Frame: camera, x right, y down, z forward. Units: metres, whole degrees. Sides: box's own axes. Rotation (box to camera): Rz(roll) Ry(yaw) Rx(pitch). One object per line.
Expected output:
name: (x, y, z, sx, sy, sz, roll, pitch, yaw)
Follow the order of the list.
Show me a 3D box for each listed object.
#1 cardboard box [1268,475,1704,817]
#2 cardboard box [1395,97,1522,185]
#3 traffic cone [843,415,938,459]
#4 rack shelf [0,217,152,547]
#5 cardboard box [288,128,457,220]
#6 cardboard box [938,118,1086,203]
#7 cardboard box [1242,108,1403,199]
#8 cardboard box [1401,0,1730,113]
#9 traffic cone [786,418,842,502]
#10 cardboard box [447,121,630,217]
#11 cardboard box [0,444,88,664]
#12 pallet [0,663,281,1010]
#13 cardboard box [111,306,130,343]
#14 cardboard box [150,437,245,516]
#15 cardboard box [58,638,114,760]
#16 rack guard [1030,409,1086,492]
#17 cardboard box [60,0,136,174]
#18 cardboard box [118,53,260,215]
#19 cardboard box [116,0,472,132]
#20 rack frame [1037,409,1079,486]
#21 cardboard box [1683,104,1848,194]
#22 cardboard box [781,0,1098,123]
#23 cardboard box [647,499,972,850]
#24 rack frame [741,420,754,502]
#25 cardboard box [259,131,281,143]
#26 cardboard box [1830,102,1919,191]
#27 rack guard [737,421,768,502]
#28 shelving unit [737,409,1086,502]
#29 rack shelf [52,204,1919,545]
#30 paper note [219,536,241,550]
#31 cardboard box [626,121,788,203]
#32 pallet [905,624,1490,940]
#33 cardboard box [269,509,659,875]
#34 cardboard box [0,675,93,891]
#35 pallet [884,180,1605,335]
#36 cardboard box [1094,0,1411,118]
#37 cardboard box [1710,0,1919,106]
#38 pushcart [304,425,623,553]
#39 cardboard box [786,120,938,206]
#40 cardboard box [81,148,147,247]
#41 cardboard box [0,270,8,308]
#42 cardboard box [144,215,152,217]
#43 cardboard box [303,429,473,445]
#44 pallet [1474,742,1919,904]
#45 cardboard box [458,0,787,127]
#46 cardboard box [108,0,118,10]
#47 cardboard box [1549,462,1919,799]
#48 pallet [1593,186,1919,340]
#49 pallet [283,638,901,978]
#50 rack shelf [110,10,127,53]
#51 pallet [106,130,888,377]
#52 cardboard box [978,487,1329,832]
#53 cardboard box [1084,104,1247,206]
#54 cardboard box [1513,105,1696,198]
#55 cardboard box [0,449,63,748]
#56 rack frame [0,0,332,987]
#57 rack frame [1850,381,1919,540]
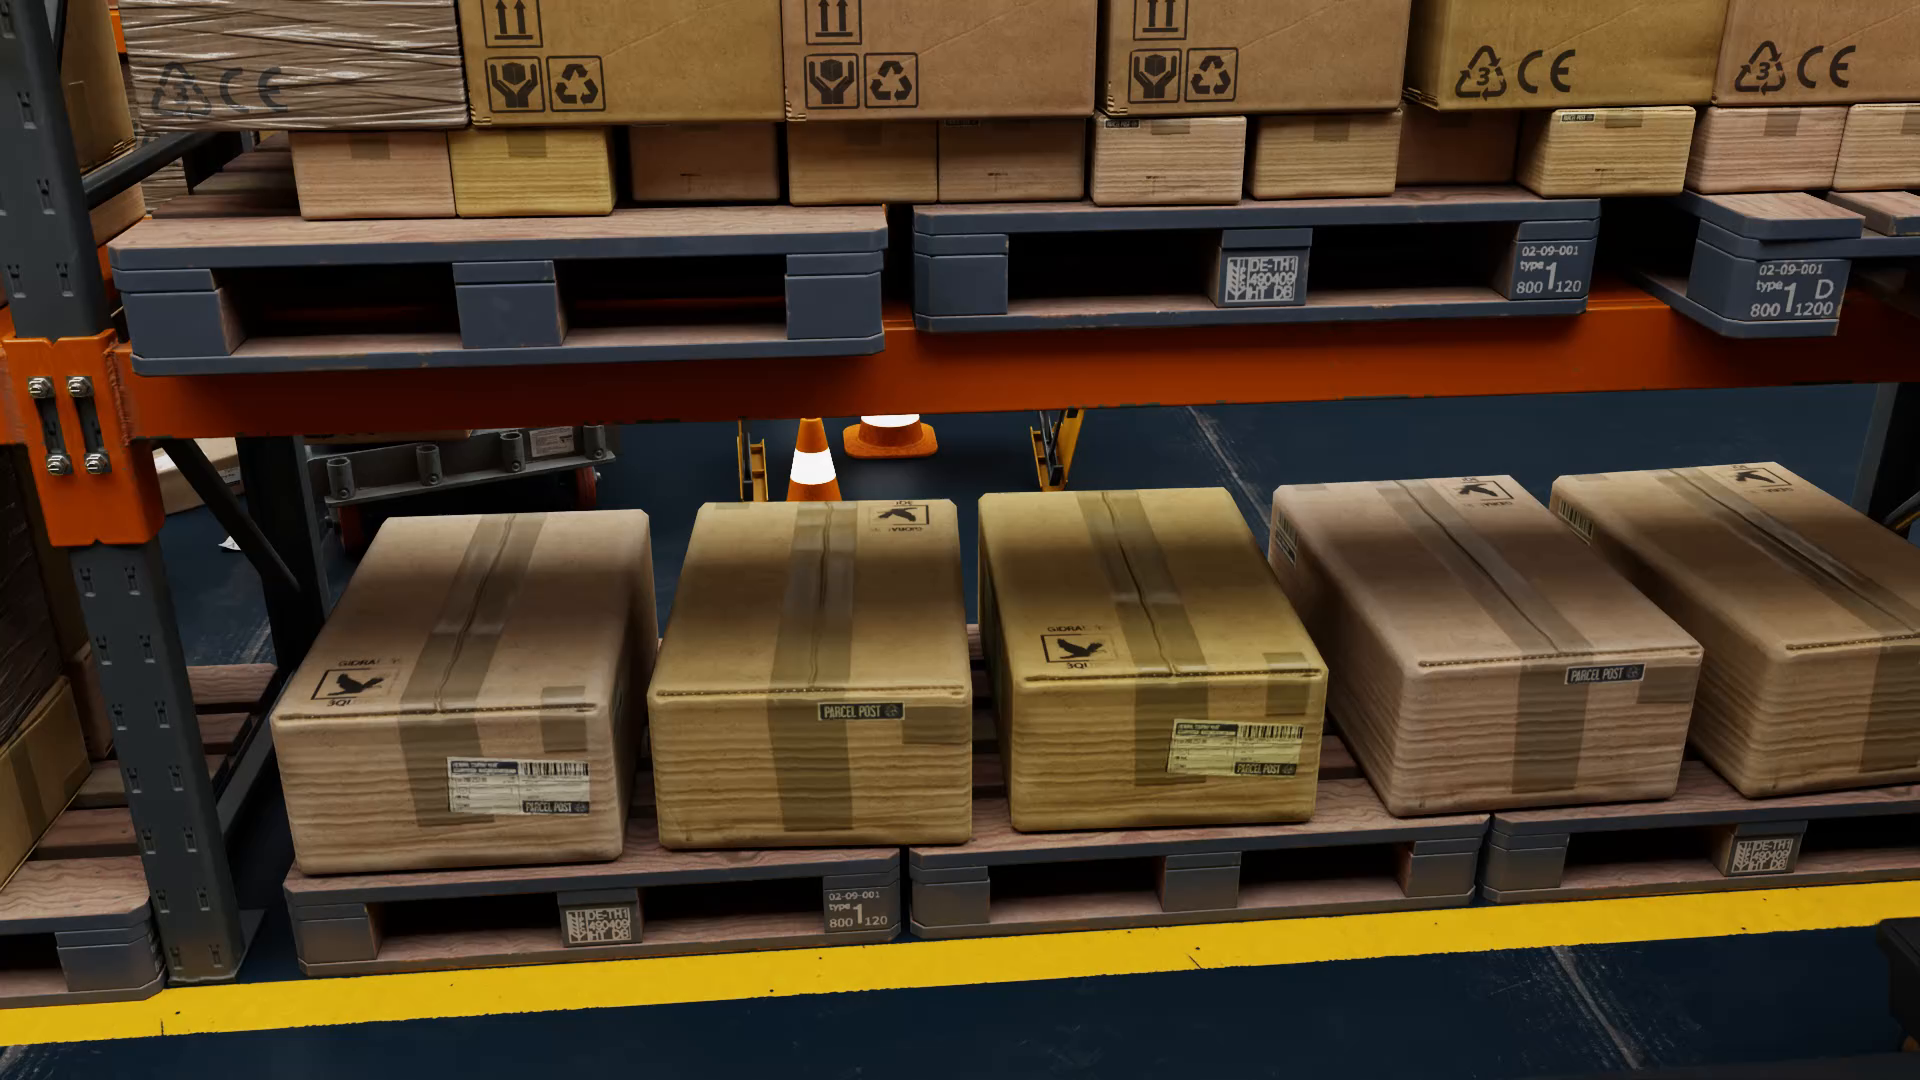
cardboard box: (1.142, 0.205, 3.814, 0.625, 0.372, 0.950, -3, 24, -6)
cardboard box: (0.844, -0.773, 3.089, 0.250, 0.149, 0.380, -2, 24, -5)
traffic cone: (-0.255, -0.567, 5.957, 0.334, 0.463, 0.336, -2, 24, -5)
rack shelf: (-3.532, -0.287, 3.088, 4.000, 0.370, 1.077, -2, 24, -5)
cardboard box: (-0.961, -0.667, 2.850, 0.250, 0.149, 0.380, -2, 24, -4)
cardboard box: (0.070, -0.718, 2.965, 0.250, 0.149, 0.380, -2, 24, -5)
cardboard box: (0.602, -0.730, 2.992, 0.250, 0.149, 0.380, -3, 24, -7)
cardboard box: (0.998, -1.052, 2.918, 0.500, 0.500, 0.500, -4, 24, -9)
traffic cone: (-0.445, -0.152, 5.021, 0.334, 0.463, 0.336, -2, 24, -5)
cardboard box: (-0.711, -0.673, 2.864, 0.250, 0.149, 0.380, -2, 24, -4)
cardboard box: (-2.155, -0.059, 3.635, 0.500, 0.500, 0.500, -1, 24, -3)
pallet: (-2.207, 0.620, 3.595, 1.213, 0.211, 1.003, -2, 24, -5)
cardboard box: (-3.093, -0.591, 5.793, 0.503, 0.637, 0.797, -2, 24, -5)
cardboard box: (-2.563, -0.281, 5.555, 0.258, 0.266, 0.396, 22, 32, 40)
cardboard box: (-2.155, 0.284, 3.787, 0.500, 0.250, 0.500, -3, 24, -8)
rack guard: (0.322, -0.418, 5.422, 0.087, 0.587, 0.250, -3, 59, -8)
cardboard box: (-2.007, -0.972, 3.255, 0.500, 0.500, 0.500, -2, 24, -5)
cardboard box: (-3.658, -1.879, 7.883, 0.875, 0.875, 0.875, -2, 24, -5)
cardboard box: (-1.047, -0.972, 2.737, 0.500, 0.500, 0.500, -2, 24, -4)
rack frame: (0.248, -0.951, 5.740, 0.032, 0.500, 1.500, -3, 59, -8)
cardboard box: (1.379, -0.749, 3.035, 0.250, 0.149, 0.380, -3, 24, -8)
cardboard box: (-0.055, -1.006, 2.814, 0.500, 0.500, 0.500, -2, 24, -5)
cardboard box: (-0.305, 0.261, 3.687, 0.625, 0.372, 0.950, -1, 24, -2)
rack frame: (-0.756, -0.895, 5.596, 0.032, 0.500, 1.500, -3, 59, -8)
cardboard box: (-2.762, -1.916, 7.967, 0.875, 0.875, 0.875, -2, 24, -4)
cardboard box: (1.630, -0.756, 3.050, 0.250, 0.149, 0.380, -2, 24, -6)
rack guard: (-0.662, -0.364, 5.280, 0.087, 0.587, 0.250, -3, 59, -8)
shelving unit: (-0.245, -0.924, 5.669, 1.083, 0.587, 1.500, -3, 59, -8)
rack shelf: (0.449, -0.447, 3.447, 4.000, 0.370, 1.077, -2, 24, -5)
paper note: (-2.237, -0.007, 5.228, 0.142, 0.019, 0.148, -2, 24, -5)
cardboard box: (-0.437, -0.716, 2.959, 0.250, 0.149, 0.380, -1, 24, -2)
pallet: (0.450, 0.497, 3.872, 1.213, 0.211, 1.003, -2, 24, -5)
cardboard box: (-1.020, 0.291, 3.619, 0.625, 0.372, 0.950, -2, 24, -4)
cardboard box: (-2.104, 0.501, 3.297, 0.500, 0.250, 0.500, -1, 24, -3)
pallet: (0.473, -0.672, 3.305, 1.213, 0.211, 1.003, -2, 24, -5)
cardboard box: (0.455, -1.031, 2.870, 0.500, 0.500, 0.500, -3, 24, -7)
cardboard box: (1.500, -1.073, 2.965, 0.500, 0.500, 0.500, -3, 24, -6)
pushcart: (-1.816, -0.417, 5.723, 0.936, 0.377, 1.648, -11, 26, -23)
cardboard box: (-0.177, -0.709, 2.944, 0.250, 0.149, 0.380, -2, 24, -4)
cardboard box: (-1.887, -0.698, 3.436, 0.250, 0.149, 0.380, -2, 24, -5)
cardboard box: (-1.832, -0.445, 2.867, 0.250, 0.149, 0.380, -3, 24, -6)
cardboard box: (-3.573, -1.074, 7.048, 0.500, 0.500, 0.500, 2, 24, 4)
cardboard box: (-1.747, -0.618, 5.091, 0.500, 0.500, 0.500, -2, 24, -5)
pallet: (1.661, 0.450, 3.978, 1.213, 0.211, 1.003, -2, 24, -5)
cardboard box: (-0.549, -0.992, 2.782, 0.500, 0.500, 0.500, -2, 24, -5)
cardboard box: (-3.589, -2.736, 7.528, 0.550, 0.550, 0.875, -2, 24, -5)
cardboard box: (1.876, 0.172, 3.888, 0.625, 0.372, 0.950, -4, 24, -9)
pallet: (1.740, -0.696, 3.359, 1.003, 0.211, 1.213, -2, 24, -5)
pallet: (-0.767, 0.547, 3.759, 1.213, 0.211, 1.003, -2, 24, -5)
rack shelf: (-4.119, -2.284, 7.580, 4.000, 0.370, 1.077, -2, 24, -5)
pallet: (-0.767, -0.580, 3.097, 1.213, 0.211, 1.003, -2, 24, -5)
cardboard box: (0.387, 0.233, 3.751, 0.625, 0.372, 0.950, -2, 24, -3)
cardboard box: (0.339, -0.708, 2.941, 0.250, 0.149, 0.380, -1, 24, -3)
cardboard box: (1.106, -0.732, 2.997, 0.250, 0.149, 0.380, -2, 24, -4)
cardboard box: (-2.104, 0.159, 3.145, 0.500, 0.500, 0.500, -3, 24, -6)
rack frame: (-1.542, -0.695, 3.122, 0.127, 3.000, 1.000, -2, 24, -5)
rack frame: (2.439, -0.855, 3.481, 0.127, 3.000, 1.000, -2, 24, -5)
